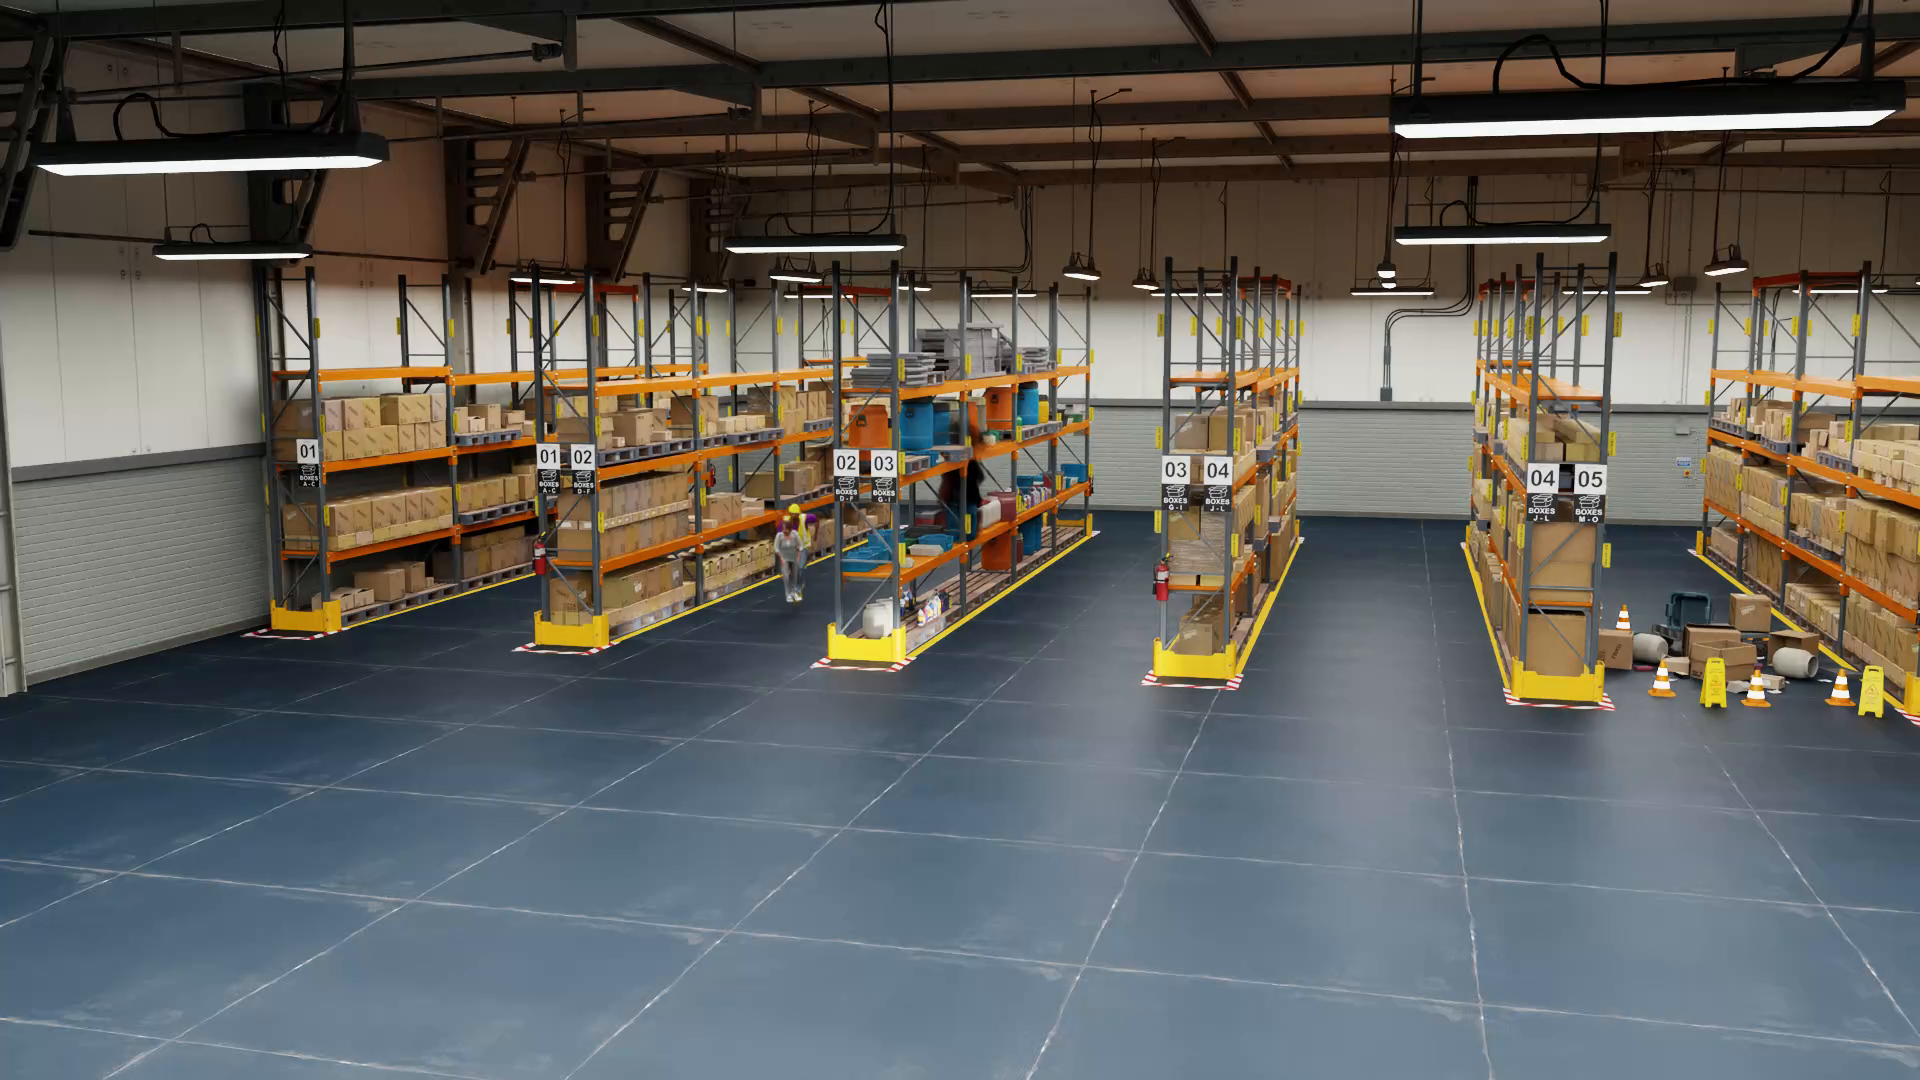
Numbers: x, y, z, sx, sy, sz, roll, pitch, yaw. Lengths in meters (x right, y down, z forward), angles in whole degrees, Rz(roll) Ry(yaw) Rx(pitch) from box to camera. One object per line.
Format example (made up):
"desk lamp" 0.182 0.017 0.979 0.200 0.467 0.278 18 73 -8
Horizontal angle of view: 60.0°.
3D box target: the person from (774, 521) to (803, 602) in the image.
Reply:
"person" -2.956 0.365 28.729 0.543 1.481 0.798 -2 8 -17

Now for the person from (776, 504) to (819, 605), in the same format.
"person" -2.854 0.213 29.382 0.738 1.779 0.984 1 7 4

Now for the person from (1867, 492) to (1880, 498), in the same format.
"person" 18.632 -0.149 33.838 0.685 1.751 0.995 -1 7 -6
